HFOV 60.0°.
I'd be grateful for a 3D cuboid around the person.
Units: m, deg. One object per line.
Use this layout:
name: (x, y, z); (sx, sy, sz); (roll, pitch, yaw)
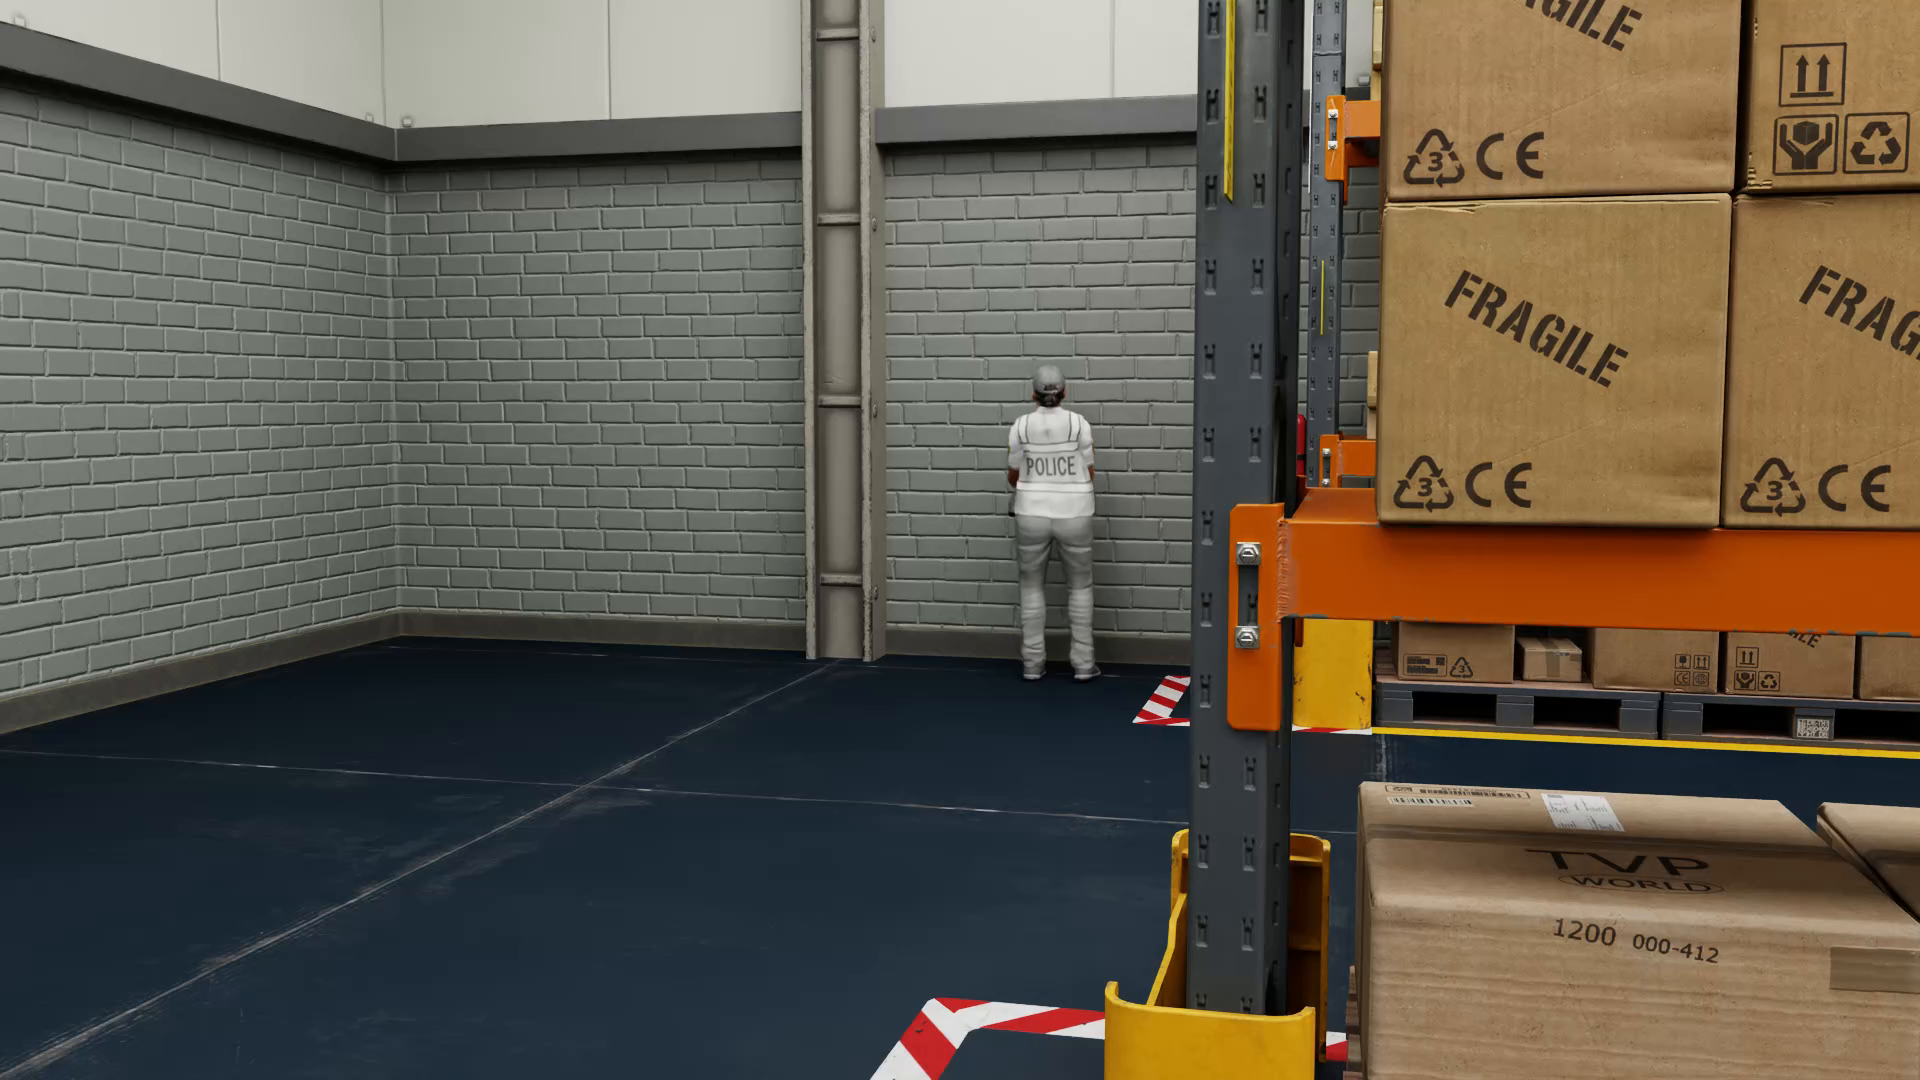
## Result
person: (0.502, -0.094, 8.839); (0.499, 1.667, 0.519); (0, 5, 5)
